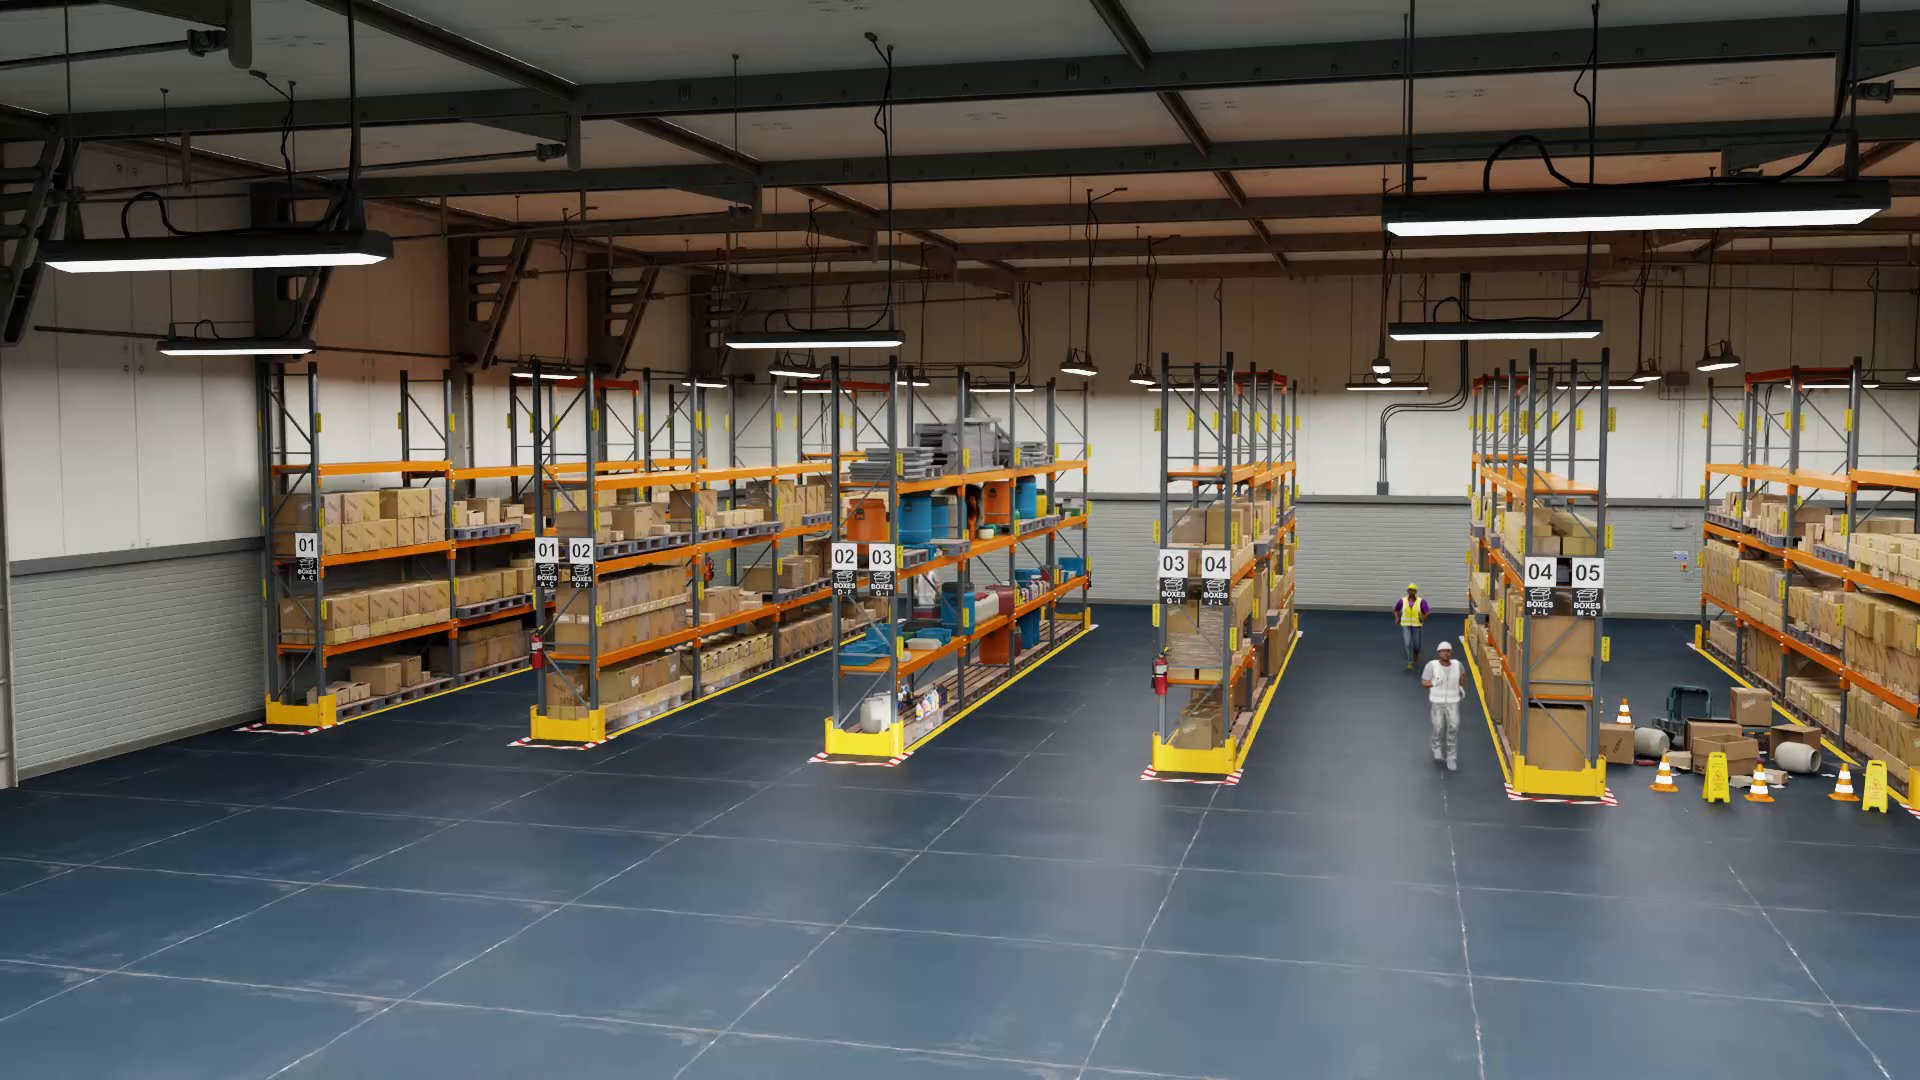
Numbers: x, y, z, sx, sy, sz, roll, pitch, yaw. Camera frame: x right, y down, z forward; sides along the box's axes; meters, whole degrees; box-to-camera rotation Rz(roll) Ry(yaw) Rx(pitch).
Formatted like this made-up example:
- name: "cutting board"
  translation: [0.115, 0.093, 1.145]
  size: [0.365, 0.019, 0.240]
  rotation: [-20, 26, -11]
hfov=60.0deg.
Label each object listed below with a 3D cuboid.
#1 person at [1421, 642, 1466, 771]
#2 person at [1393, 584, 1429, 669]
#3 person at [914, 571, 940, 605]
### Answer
- name: "person"
  translation: [7.058, 2.395, 24.252]
  size: [0.664, 1.835, 0.775]
  rotation: [1, 4, 9]
- name: "person"
  translation: [9.201, 1.755, 33.928]
  size: [0.707, 1.726, 0.753]
  rotation: [1, 4, 16]
- name: "person"
  translation: [-0.814, 1.354, 39.489]
  size: [0.669, 1.754, 0.605]
  rotation: [1, 4, 9]
